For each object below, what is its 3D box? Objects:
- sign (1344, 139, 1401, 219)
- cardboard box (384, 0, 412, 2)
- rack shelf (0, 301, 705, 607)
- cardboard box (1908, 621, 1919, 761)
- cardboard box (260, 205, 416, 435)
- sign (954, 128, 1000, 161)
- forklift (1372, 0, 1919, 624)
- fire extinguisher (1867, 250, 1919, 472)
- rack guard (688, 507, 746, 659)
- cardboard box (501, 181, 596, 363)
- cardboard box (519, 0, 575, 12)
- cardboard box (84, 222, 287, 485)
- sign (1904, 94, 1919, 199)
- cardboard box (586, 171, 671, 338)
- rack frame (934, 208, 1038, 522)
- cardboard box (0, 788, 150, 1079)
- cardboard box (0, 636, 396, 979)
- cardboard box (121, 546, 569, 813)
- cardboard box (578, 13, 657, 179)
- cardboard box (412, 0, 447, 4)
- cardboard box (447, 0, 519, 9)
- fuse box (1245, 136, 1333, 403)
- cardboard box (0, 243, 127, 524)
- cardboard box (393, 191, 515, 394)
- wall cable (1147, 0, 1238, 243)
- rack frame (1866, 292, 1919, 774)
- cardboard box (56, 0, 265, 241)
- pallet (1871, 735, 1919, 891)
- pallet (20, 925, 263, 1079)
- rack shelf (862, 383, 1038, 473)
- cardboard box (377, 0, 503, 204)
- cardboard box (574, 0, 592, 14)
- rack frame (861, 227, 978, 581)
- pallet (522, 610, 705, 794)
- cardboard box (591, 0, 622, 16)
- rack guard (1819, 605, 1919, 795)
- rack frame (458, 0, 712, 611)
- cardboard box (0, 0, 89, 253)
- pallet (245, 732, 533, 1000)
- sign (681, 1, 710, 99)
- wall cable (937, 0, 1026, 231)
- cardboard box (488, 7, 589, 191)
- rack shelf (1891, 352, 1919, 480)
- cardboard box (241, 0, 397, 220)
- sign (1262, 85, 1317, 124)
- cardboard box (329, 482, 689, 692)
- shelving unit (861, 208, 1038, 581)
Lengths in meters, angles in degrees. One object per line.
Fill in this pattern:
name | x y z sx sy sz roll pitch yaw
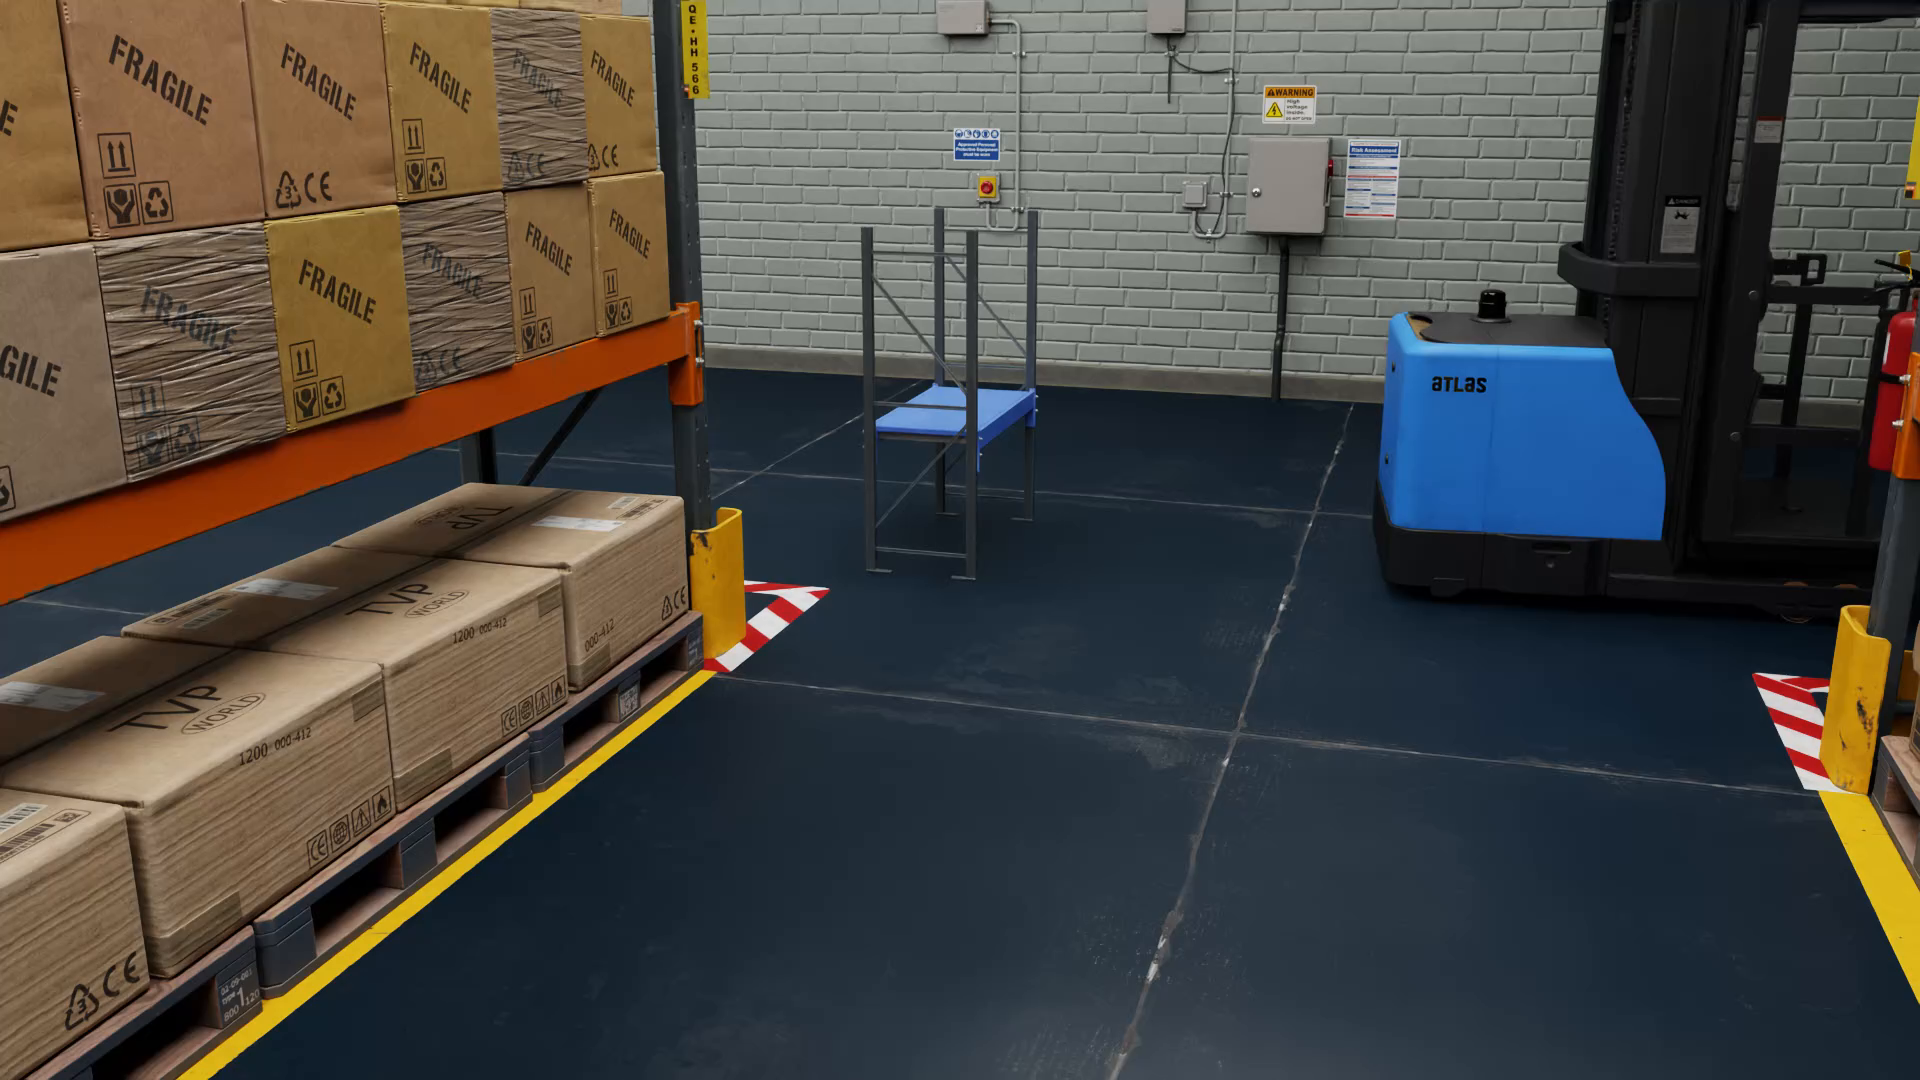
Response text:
sign | 2.648 -2.320 10.686 0.329 0.494 0.001 5 16 16
cardboard box | -1.657 -1.468 4.303 0.380 0.149 0.250 5 17 17
rack shelf | -2.005 -0.205 4.372 1.077 0.370 4.000 5 16 16
cardboard box | 3.058 0.462 4.510 0.797 0.503 0.637 4 16 14
cardboard box | -1.748 -0.574 4.172 0.500 0.500 0.500 5 17 18
sign | 0.114 -2.701 11.359 0.327 0.218 0.001 5 16 16
forklift | 3.353 -1.224 6.773 3.031 2.935 1.130 3 16 10
fire extinguisher | 2.922 -0.548 5.089 0.296 0.674 0.183 5 16 16
rack guard | -1.430 0.122 6.482 1.175 0.500 0.348 5 16 16
cardboard box | -1.477 -0.845 5.129 0.500 0.500 0.500 4 16 15
cardboard box | -1.389 -1.663 4.993 0.380 0.149 0.250 4 16 15
cardboard box | -1.895 -0.439 3.697 0.500 0.500 0.500 5 17 16
sign | 2.803 -1.149 4.795 0.100 0.325 0.005 5 16 16
cardboard box | -1.320 -0.975 5.588 0.500 0.500 0.500 5 17 16
rack frame | 0.120 -0.832 8.015 0.500 1.500 0.032 5 16 16
cardboard box | -2.292 0.847 3.271 0.875 0.438 0.875 4 16 15
cardboard box | -2.039 0.613 4.097 0.875 0.438 0.875 4 16 14
cardboard box | -1.781 0.377 4.929 0.875 0.438 0.875 5 17 17
cardboard box | -1.346 -1.459 5.459 0.500 0.500 0.500 5 17 18
cardboard box | -1.642 -1.538 4.550 0.380 0.149 0.250 4 16 15
cardboard box | -1.500 -1.601 4.772 0.380 0.149 0.250 5 17 17
fuse box | 2.116 -1.730 10.793 0.539 1.711 0.414 5 16 16
cardboard box | -2.042 -0.309 3.240 0.500 0.500 0.500 5 17 16
cardboard box | -1.614 -0.710 4.652 0.500 0.500 0.500 5 17 17
wall cable | 1.506 -2.933 10.811 0.588 1.984 0.122 5 16 16
rack frame | 3.323 -0.690 4.765 1.000 3.000 0.127 5 16 16
cardboard box | -1.900 -0.927 3.586 0.500 0.500 0.500 5 17 17
pallet | 3.076 0.880 4.340 1.003 0.211 1.213 5 16 16
pallet | -2.283 1.121 3.490 1.003 0.211 1.213 5 16 16
rack shelf | -0.024 -0.526 7.595 0.538 0.185 1.000 5 16 16
cardboard box | -1.610 -1.190 4.514 0.500 0.500 0.500 5 16 16
cardboard box | -1.396 -1.738 5.254 0.380 0.149 0.250 5 17 17
rack frame | -0.169 -0.566 7.077 0.500 1.500 0.032 5 16 16
pallet | -1.589 0.483 5.741 1.003 0.211 1.213 5 16 16
cardboard box | -1.347 -1.806 5.495 0.380 0.149 0.250 5 17 17
rack guard | 3.301 0.532 5.036 1.175 0.500 0.348 5 16 16
rack frame | -1.437 -1.074 6.119 1.000 3.000 0.127 5 16 16
cardboard box | -2.057 -0.794 3.116 0.500 0.500 0.500 4 16 15
pallet | -1.938 0.801 4.619 1.003 0.211 1.213 5 16 16
sign | -0.921 -1.699 5.767 0.100 0.325 0.005 5 16 16
wall cable | 0.143 -3.055 11.183 0.585 1.953 0.123 5 16 16
cardboard box | -1.466 -1.320 4.969 0.500 0.500 0.500 5 16 16
rack shelf | 2.755 0.179 3.019 1.077 0.370 4.000 5 16 16
cardboard box | -1.755 -1.059 4.050 0.500 0.500 0.500 5 16 15
sign | 2.121 -2.806 10.711 0.339 0.242 0.001 5 16 16
cardboard box | -1.529 0.137 5.775 0.875 0.438 0.875 4 16 14
shelving unit | -0.024 -0.699 7.546 0.538 1.500 1.048 5 16 16
